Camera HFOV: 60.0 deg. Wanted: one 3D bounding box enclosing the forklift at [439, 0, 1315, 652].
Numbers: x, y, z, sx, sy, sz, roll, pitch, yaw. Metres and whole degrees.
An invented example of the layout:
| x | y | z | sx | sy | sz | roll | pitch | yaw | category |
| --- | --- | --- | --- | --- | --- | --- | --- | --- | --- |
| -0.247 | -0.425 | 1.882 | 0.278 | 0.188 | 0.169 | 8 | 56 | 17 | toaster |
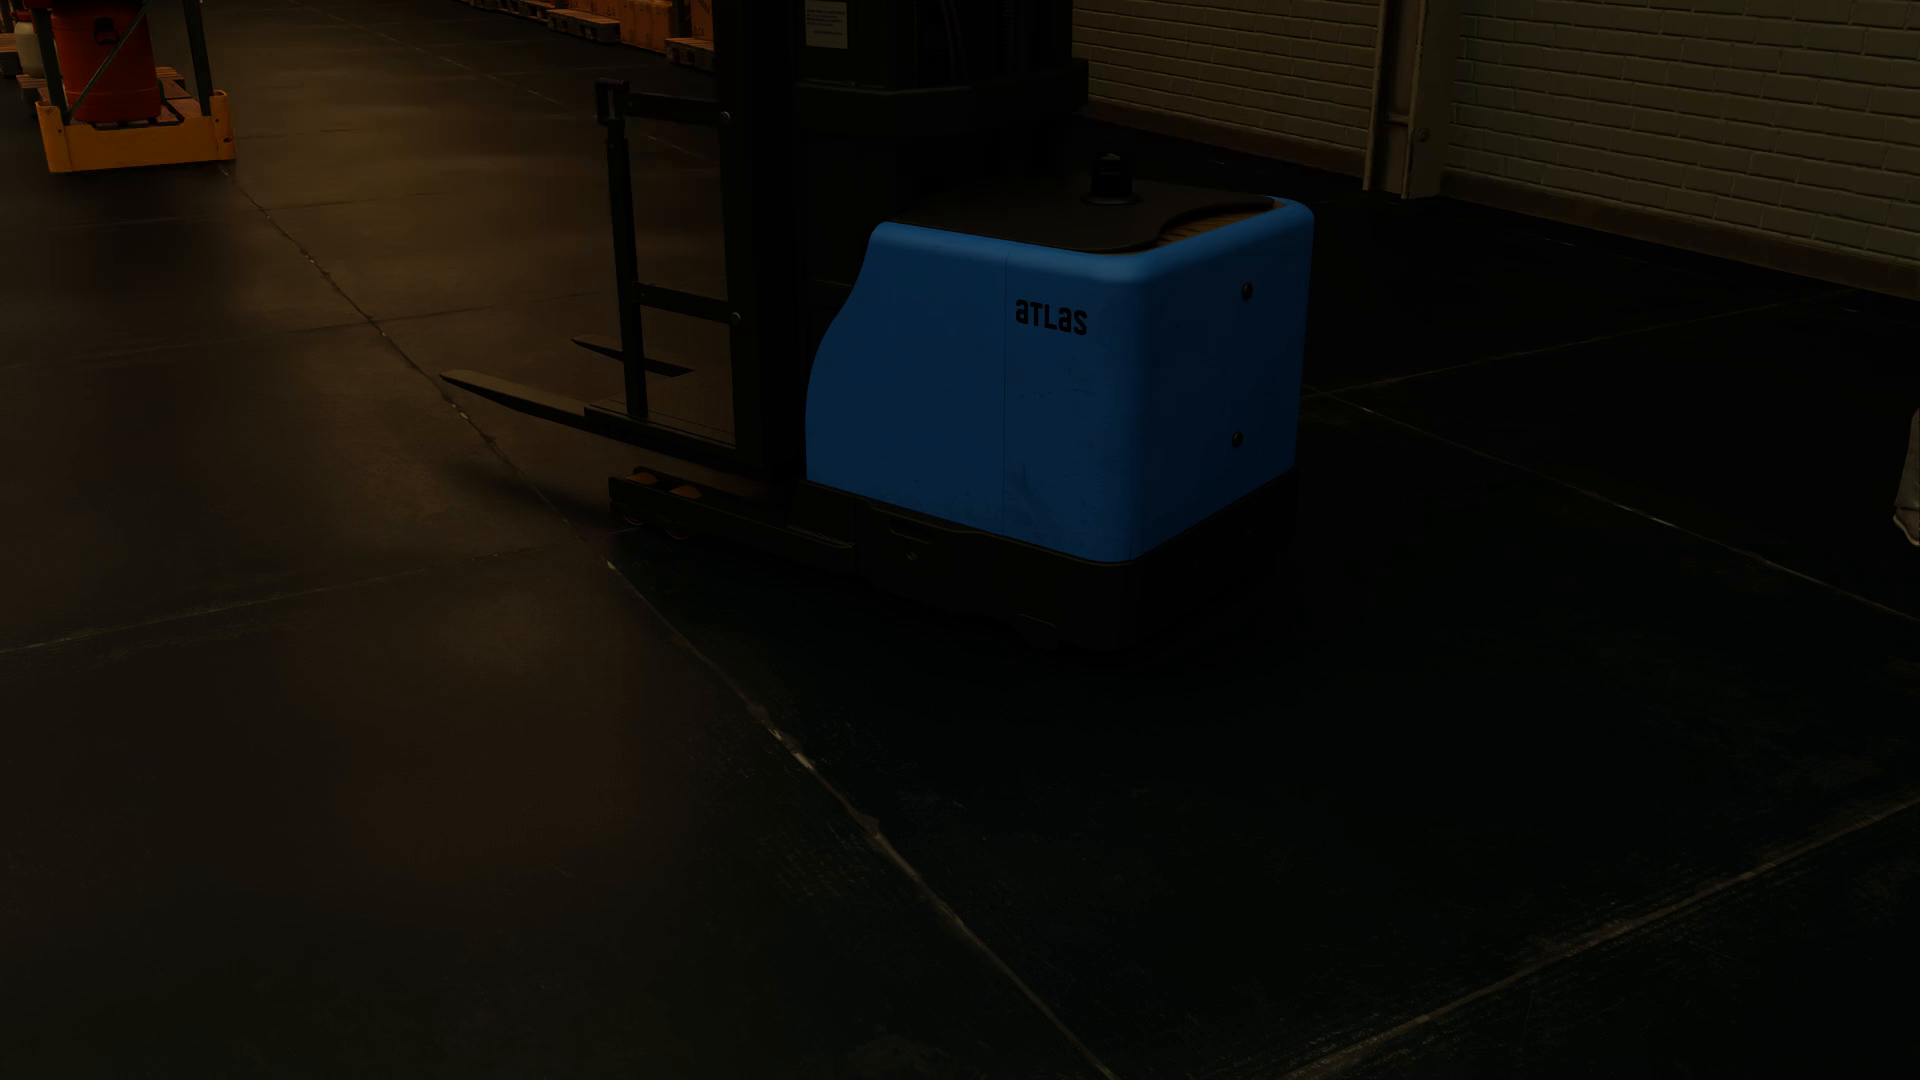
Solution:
| x | y | z | sx | sy | sz | roll | pitch | yaw | category |
| --- | --- | --- | --- | --- | --- | --- | --- | --- | --- |
| -0.481 | -1.497 | 4.922 | 3.031 | 2.935 | 1.130 | 16 | 27 | 34 | forklift |

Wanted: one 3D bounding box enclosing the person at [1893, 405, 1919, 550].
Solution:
| x | y | z | sx | sy | sz | roll | pitch | yaw | category |
| --- | --- | --- | --- | --- | --- | --- | --- | --- | --- |
| 3.118 | -0.799 | 4.861 | 0.446 | 1.693 | 0.341 | -4 | 23 | -10 | person |
